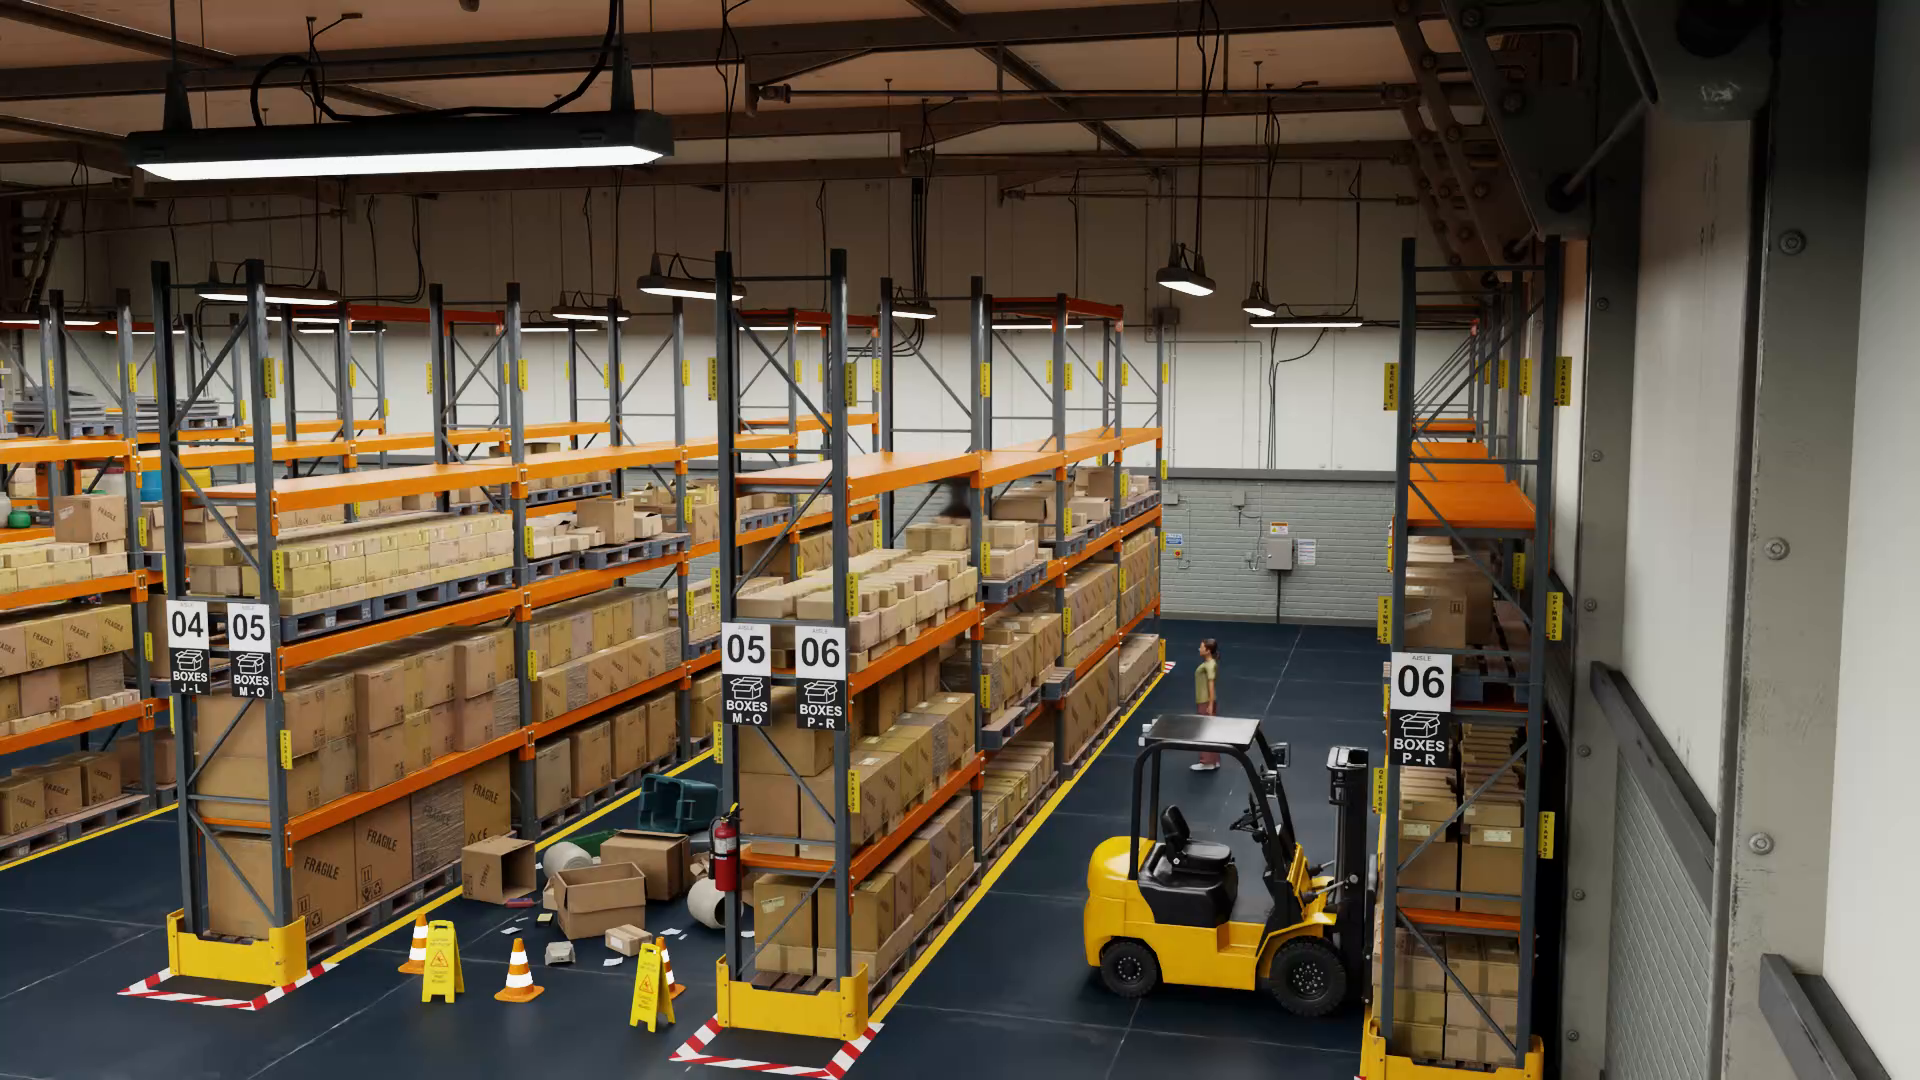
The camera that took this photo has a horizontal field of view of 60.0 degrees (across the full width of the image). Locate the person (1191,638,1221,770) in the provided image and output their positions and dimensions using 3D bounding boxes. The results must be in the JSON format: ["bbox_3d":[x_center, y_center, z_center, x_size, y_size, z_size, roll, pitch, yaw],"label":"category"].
[{"bbox_3d":[3.159,2.096,21.252,0.340,1.656,0.517,2,6,18],"label":"person"}]
